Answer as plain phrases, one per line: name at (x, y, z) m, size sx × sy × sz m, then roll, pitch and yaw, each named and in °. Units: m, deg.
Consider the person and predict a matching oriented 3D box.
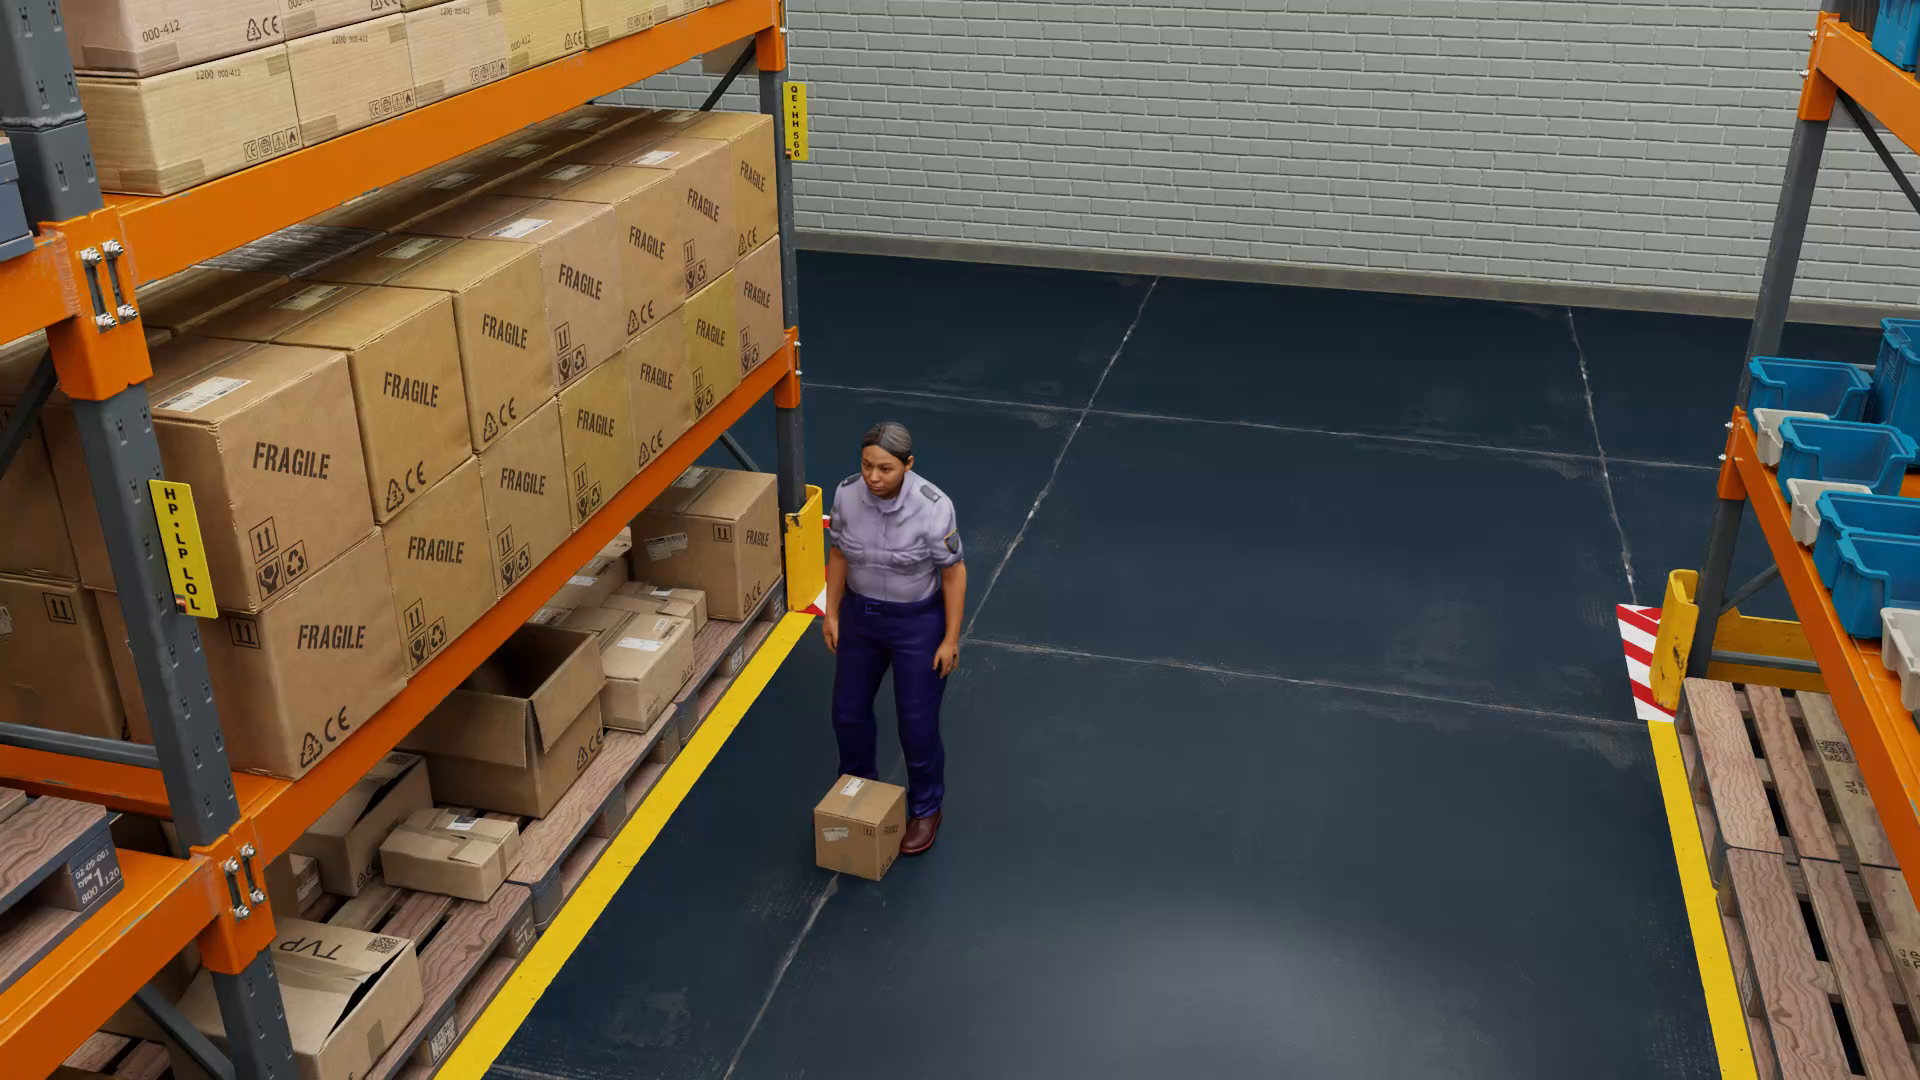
person at (-0.254, 0.320, 5.948) m, size 0.562 × 1.651 × 0.374 m, roll 10°, pitch 27°, yaw 21°
